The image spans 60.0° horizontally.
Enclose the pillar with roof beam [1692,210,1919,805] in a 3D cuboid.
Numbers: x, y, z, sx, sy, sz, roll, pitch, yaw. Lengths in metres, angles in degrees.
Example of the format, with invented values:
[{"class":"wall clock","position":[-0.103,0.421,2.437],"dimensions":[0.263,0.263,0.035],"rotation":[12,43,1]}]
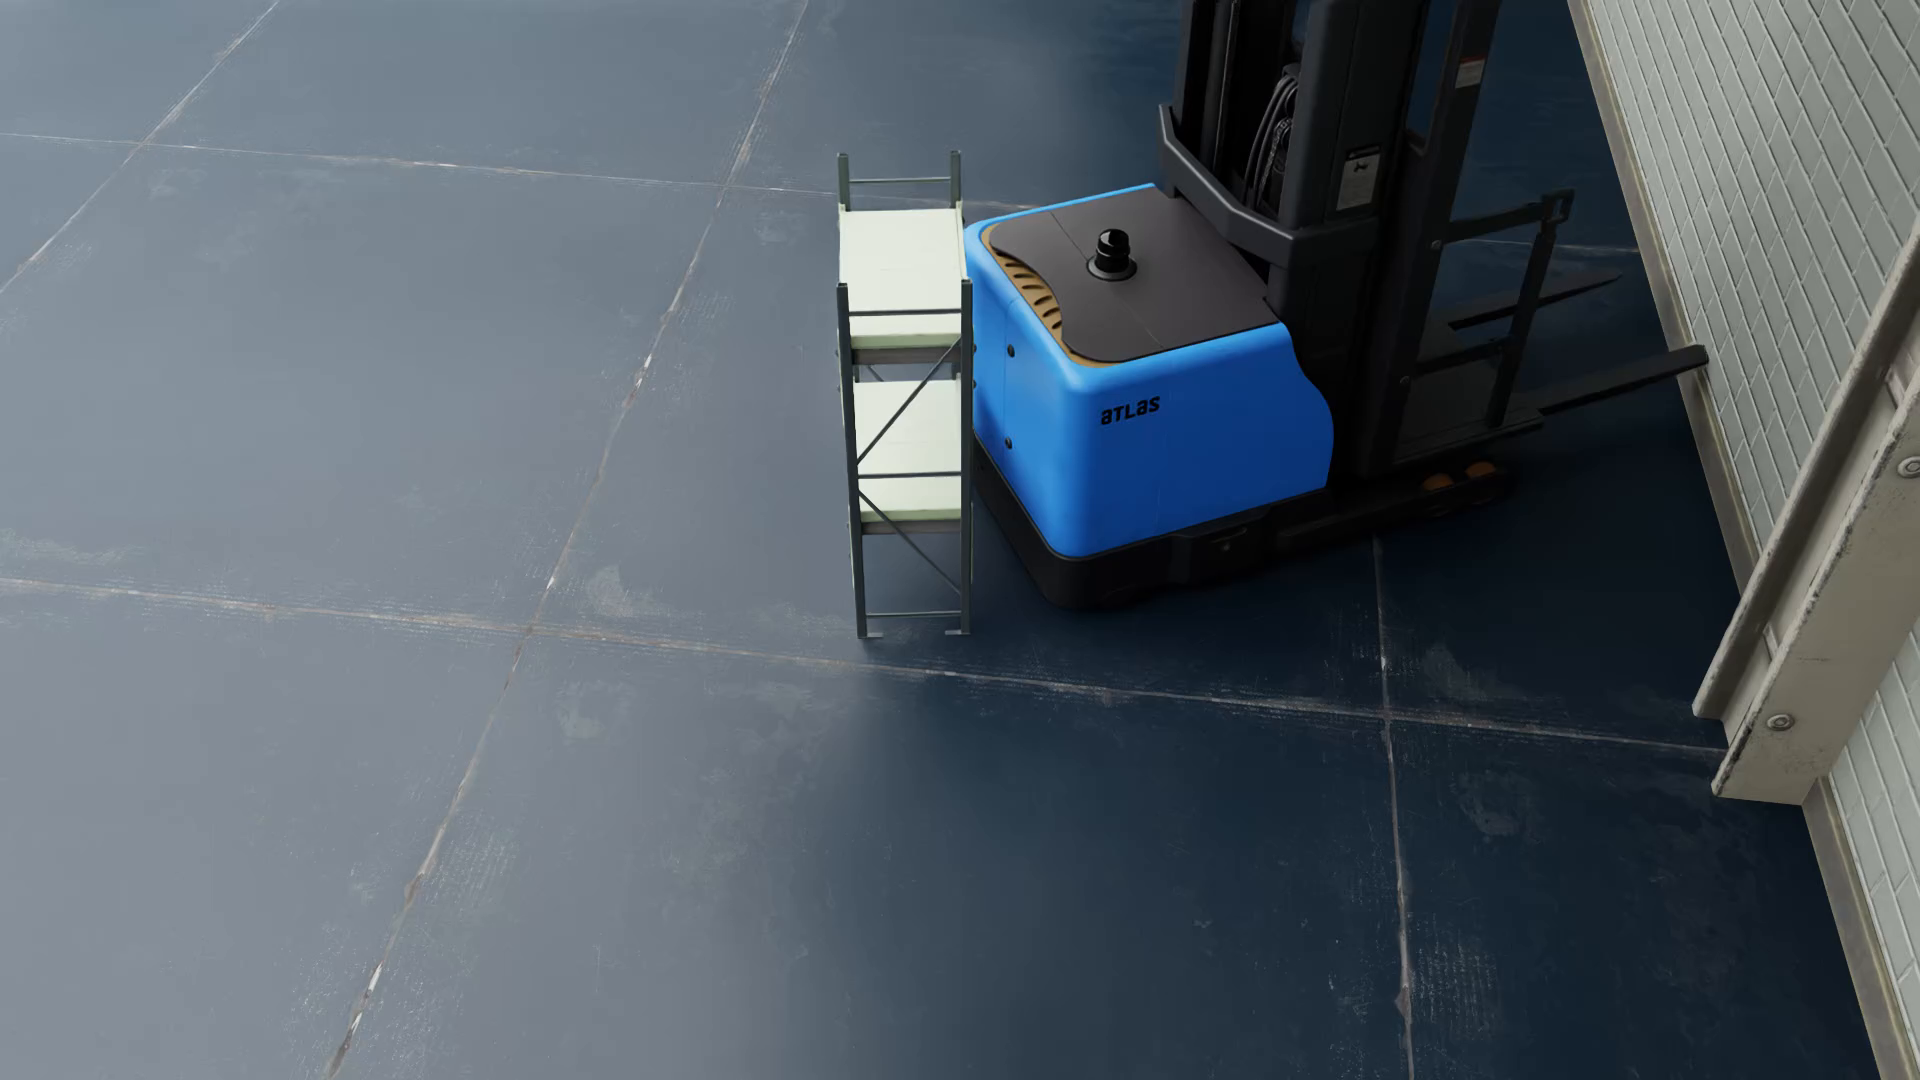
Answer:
[{"class":"pillar with roof beam","position":[-1.650,-2.952,2.823],"dimensions":[9.100,9.000,0.400],"rotation":[5,44,6]}]

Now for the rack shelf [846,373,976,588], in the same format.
[{"class":"rack shelf","position":[-0.180,-0.222,5.868],"dimensions":[0.431,0.370,0.720],"rotation":[-2,43,-2]}]

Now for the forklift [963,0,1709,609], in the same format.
[{"class":"forklift","position":[1.545,-1.473,5.674],"dimensions":[3.031,2.935,1.130],"rotation":[-16,46,-16]}]

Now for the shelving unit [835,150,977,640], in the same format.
[{"class":"shelving unit","position":[-0.180,-0.459,5.643],"dimensions":[0.431,1.500,0.755],"rotation":[-2,43,-2]}]

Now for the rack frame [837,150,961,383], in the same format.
[{"class":"rack frame","position":[-0.198,-0.710,5.909],"dimensions":[0.400,1.500,0.023],"rotation":[-2,43,-2]}]

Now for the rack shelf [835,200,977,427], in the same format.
[{"class":"rack shelf","position":[-0.180,-0.742,5.375],"dimensions":[0.431,0.370,0.720],"rotation":[-2,43,-2]}]

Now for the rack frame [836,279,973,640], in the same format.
[{"class":"rack frame","position":[-0.163,-0.207,5.378],"dimensions":[0.400,1.500,0.023],"rotation":[-2,43,-2]}]
